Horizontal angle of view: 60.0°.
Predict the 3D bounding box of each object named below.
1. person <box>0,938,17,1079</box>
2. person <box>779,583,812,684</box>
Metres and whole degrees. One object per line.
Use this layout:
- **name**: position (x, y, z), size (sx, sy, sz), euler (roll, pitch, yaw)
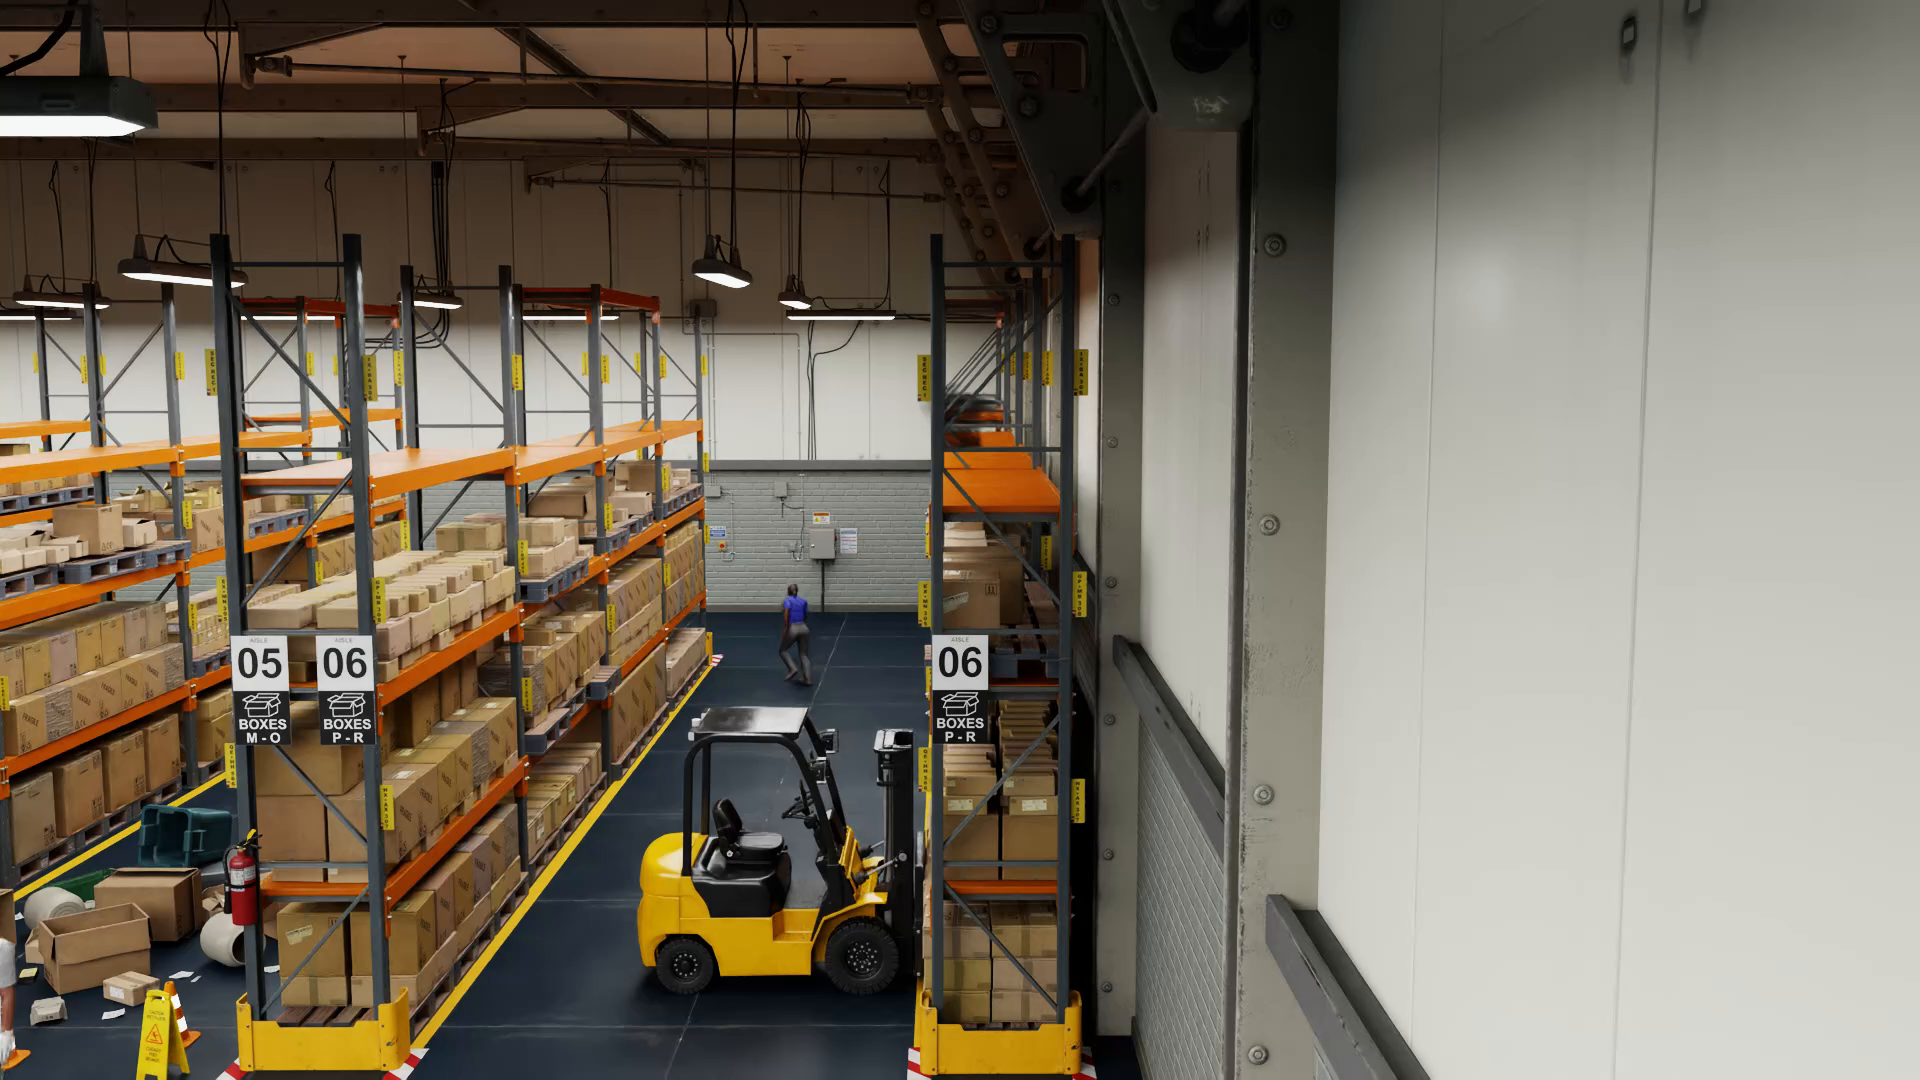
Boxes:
- **person**: position (-6.275, 3.123, 10.552), size (0.619, 1.785, 0.498), euler (1, 6, 5)
- **person**: position (-2.631, 1.470, 26.418), size (0.578, 1.548, 0.878), euler (-4, 7, -33)
